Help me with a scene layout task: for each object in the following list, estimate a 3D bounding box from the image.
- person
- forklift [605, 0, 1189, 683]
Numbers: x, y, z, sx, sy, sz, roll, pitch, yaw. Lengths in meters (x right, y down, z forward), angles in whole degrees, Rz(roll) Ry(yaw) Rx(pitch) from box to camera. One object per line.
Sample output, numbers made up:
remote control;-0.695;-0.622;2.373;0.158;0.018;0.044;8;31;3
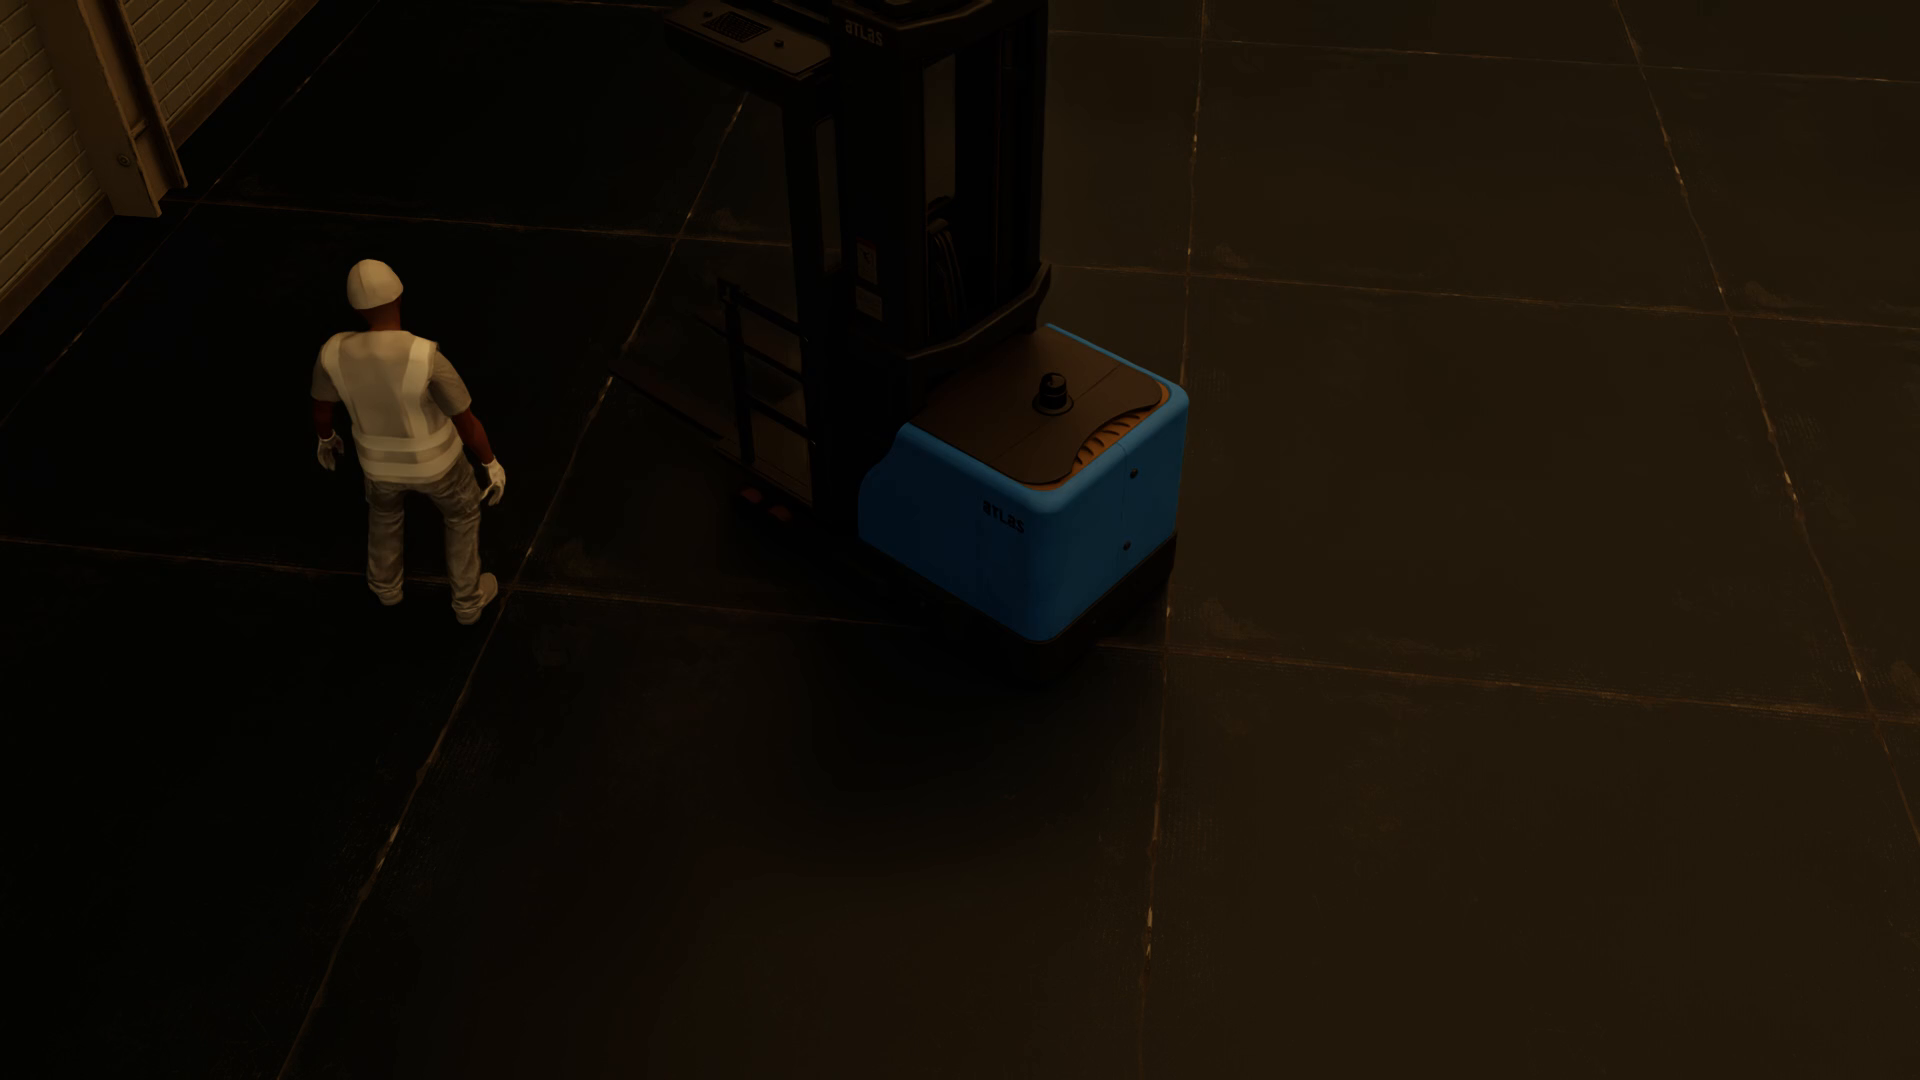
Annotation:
person;-2.324;-0.391;7.024;0.860;1.749;0.432;4;43;4
forklift;-0.464;-1.323;7.165;3.031;2.935;1.130;30;51;29
